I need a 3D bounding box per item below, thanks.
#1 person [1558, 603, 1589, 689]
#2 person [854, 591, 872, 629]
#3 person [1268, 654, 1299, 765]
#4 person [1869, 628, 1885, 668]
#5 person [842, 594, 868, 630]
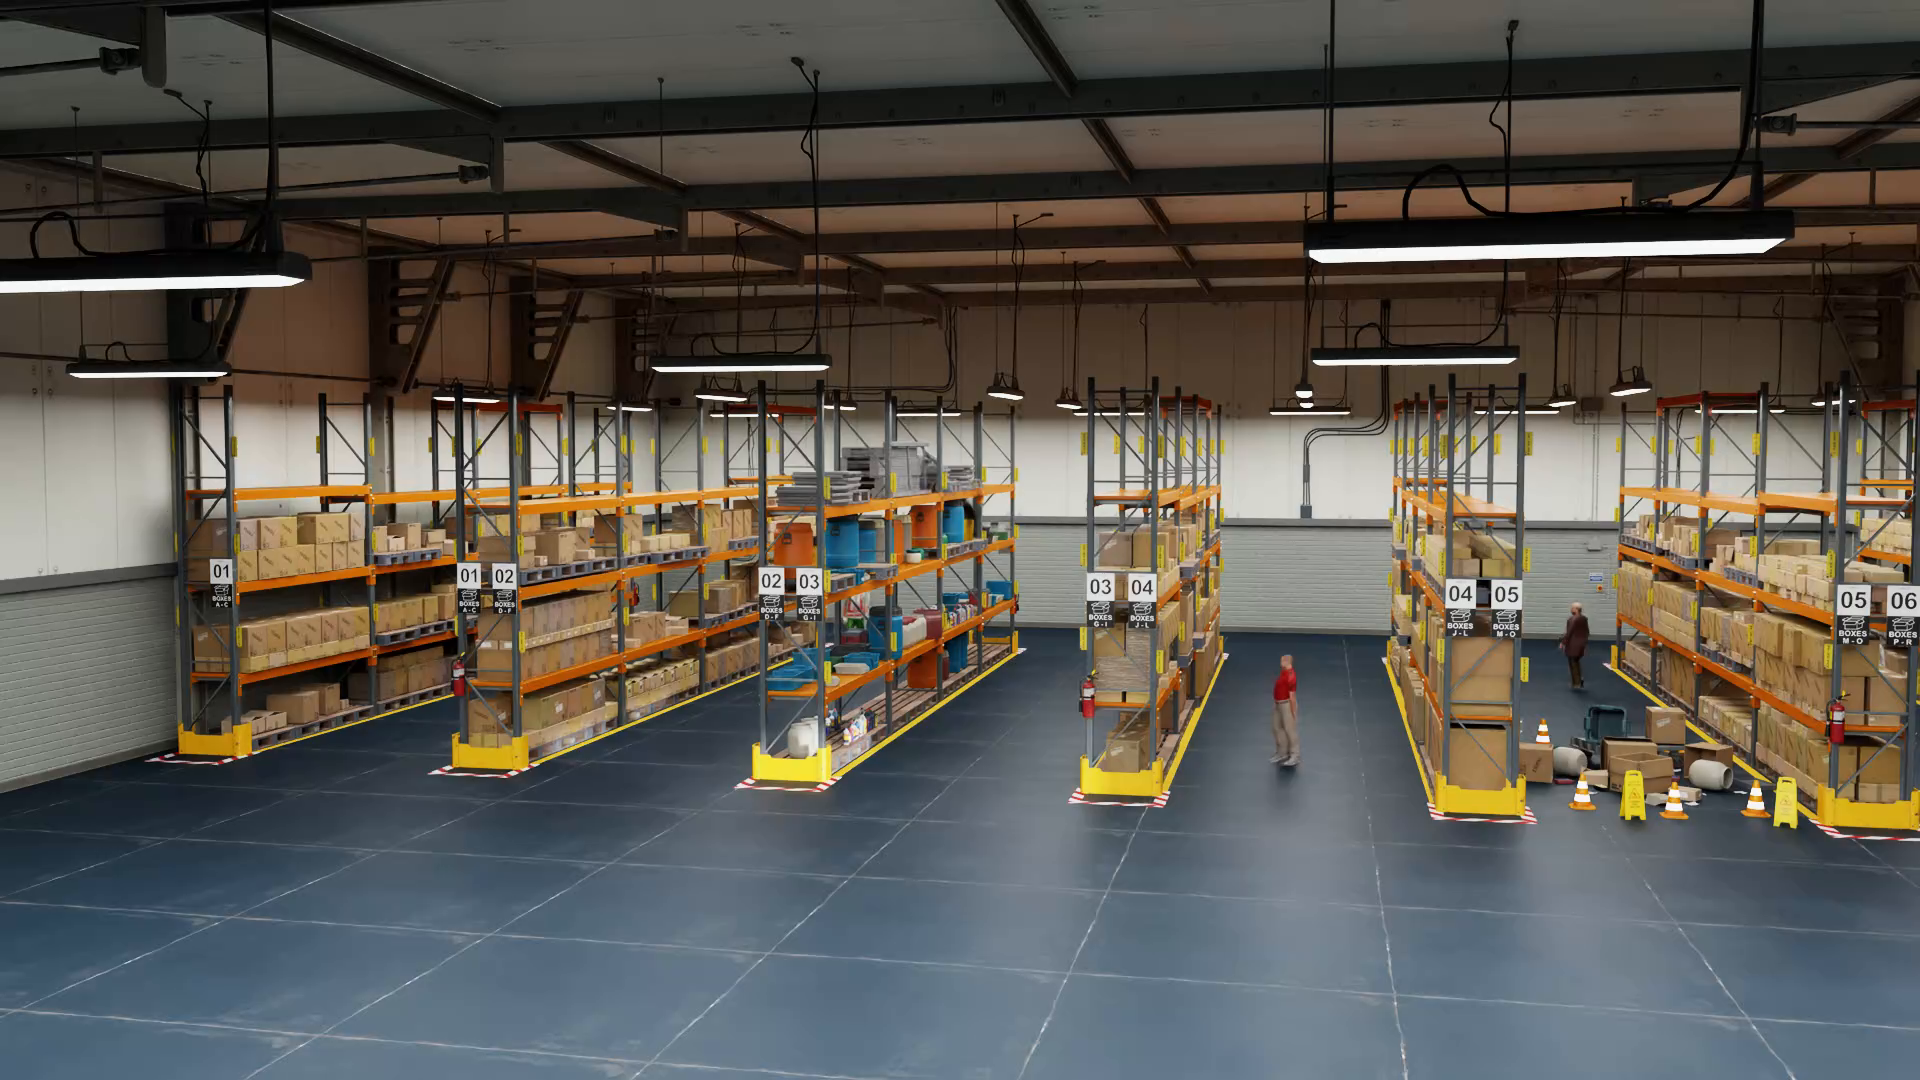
[{"bbox_3d":[12.687,2.194,34.269,0.634,1.820,0.551,-1,3,-10],"label":"person"},{"bbox_3d":[-2.571,1.666,43.506,0.595,1.765,0.573,1,3,20],"label":"person"},{"bbox_3d":[5.124,2.677,26.254,0.401,1.774,0.693,-1,3,-11],"label":"person"},{"bbox_3d":[16.639,2.462,30.412,0.554,1.719,0.644,0,3,-2],"label":"person"},{"bbox_3d":[-2.461,1.838,38.969,0.641,1.732,1.048,1,3,10],"label":"person"}]
